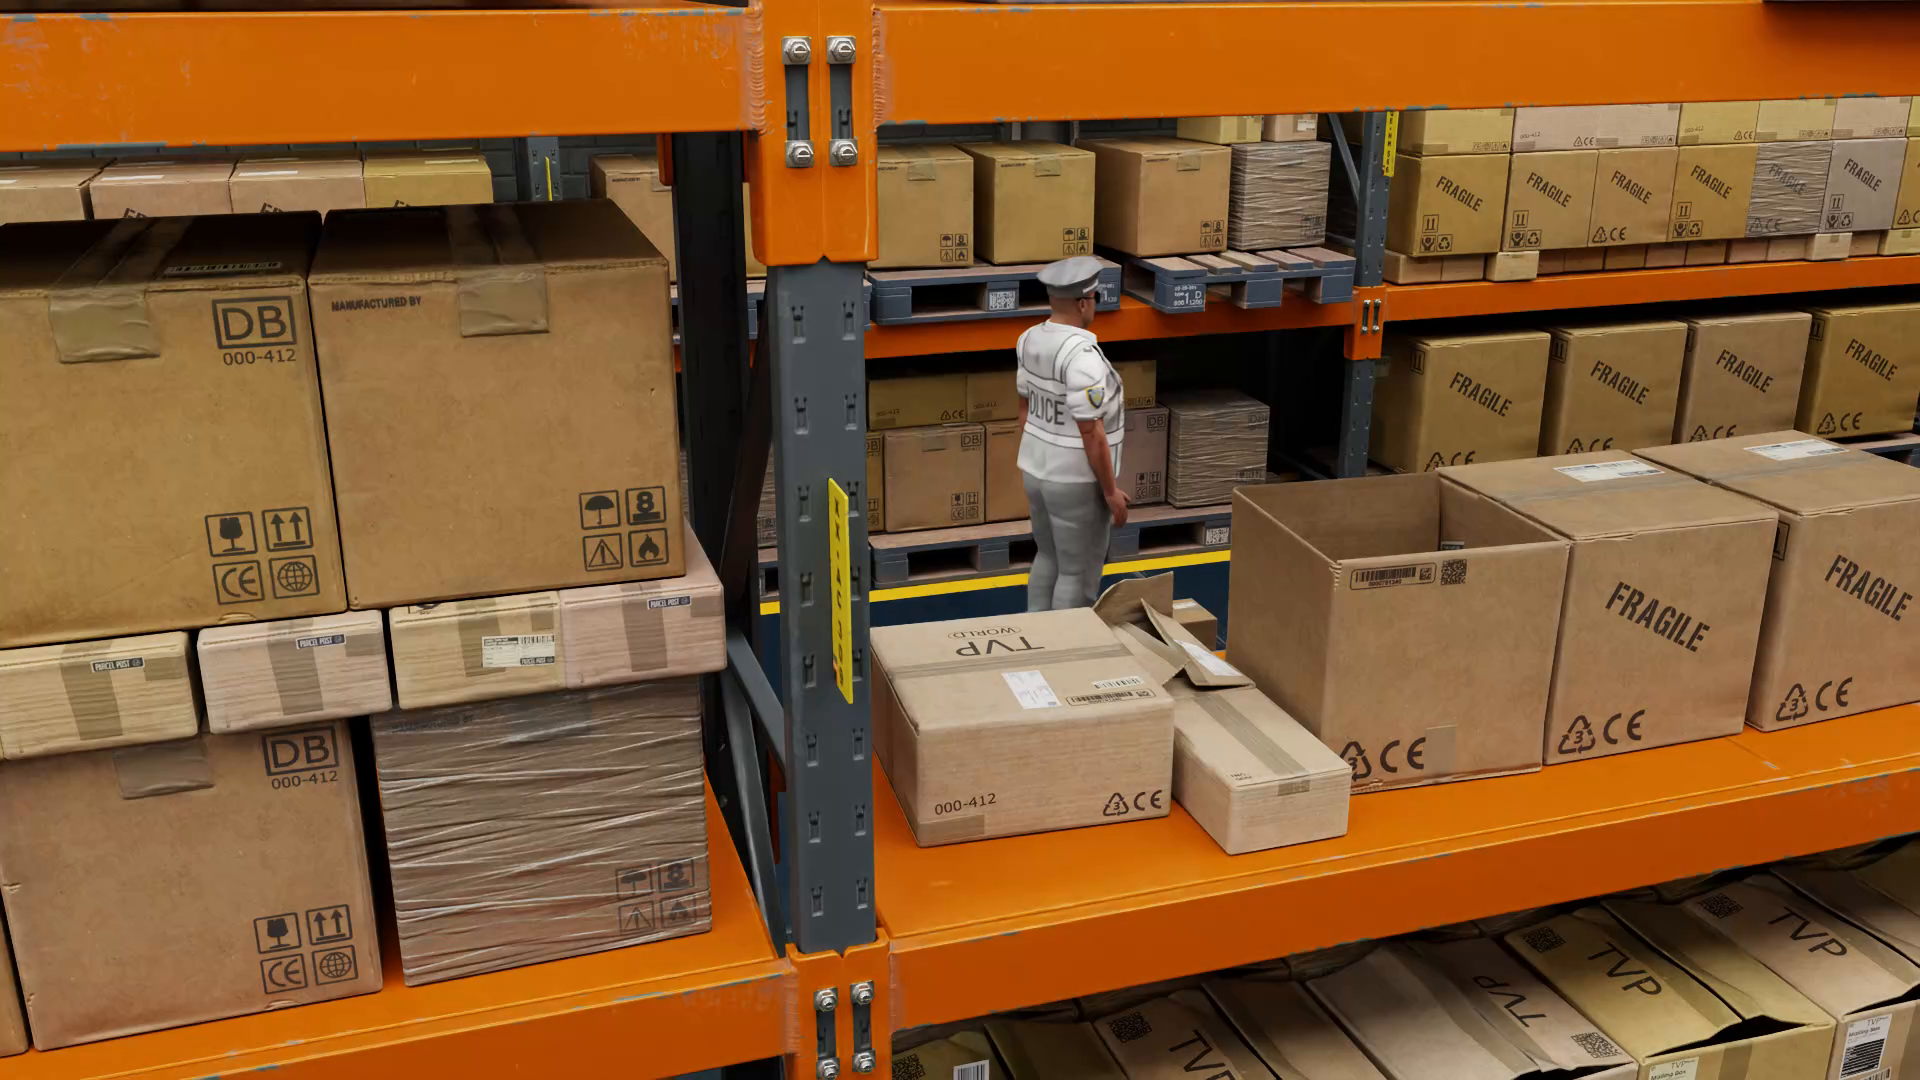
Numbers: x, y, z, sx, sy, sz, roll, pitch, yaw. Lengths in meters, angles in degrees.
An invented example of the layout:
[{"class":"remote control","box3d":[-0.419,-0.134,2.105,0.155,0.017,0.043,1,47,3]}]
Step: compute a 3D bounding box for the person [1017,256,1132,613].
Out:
[{"class":"person","box3d":[0.463,-0.241,6.749,0.430,1.819,0.565,-8,21,-23]}]
